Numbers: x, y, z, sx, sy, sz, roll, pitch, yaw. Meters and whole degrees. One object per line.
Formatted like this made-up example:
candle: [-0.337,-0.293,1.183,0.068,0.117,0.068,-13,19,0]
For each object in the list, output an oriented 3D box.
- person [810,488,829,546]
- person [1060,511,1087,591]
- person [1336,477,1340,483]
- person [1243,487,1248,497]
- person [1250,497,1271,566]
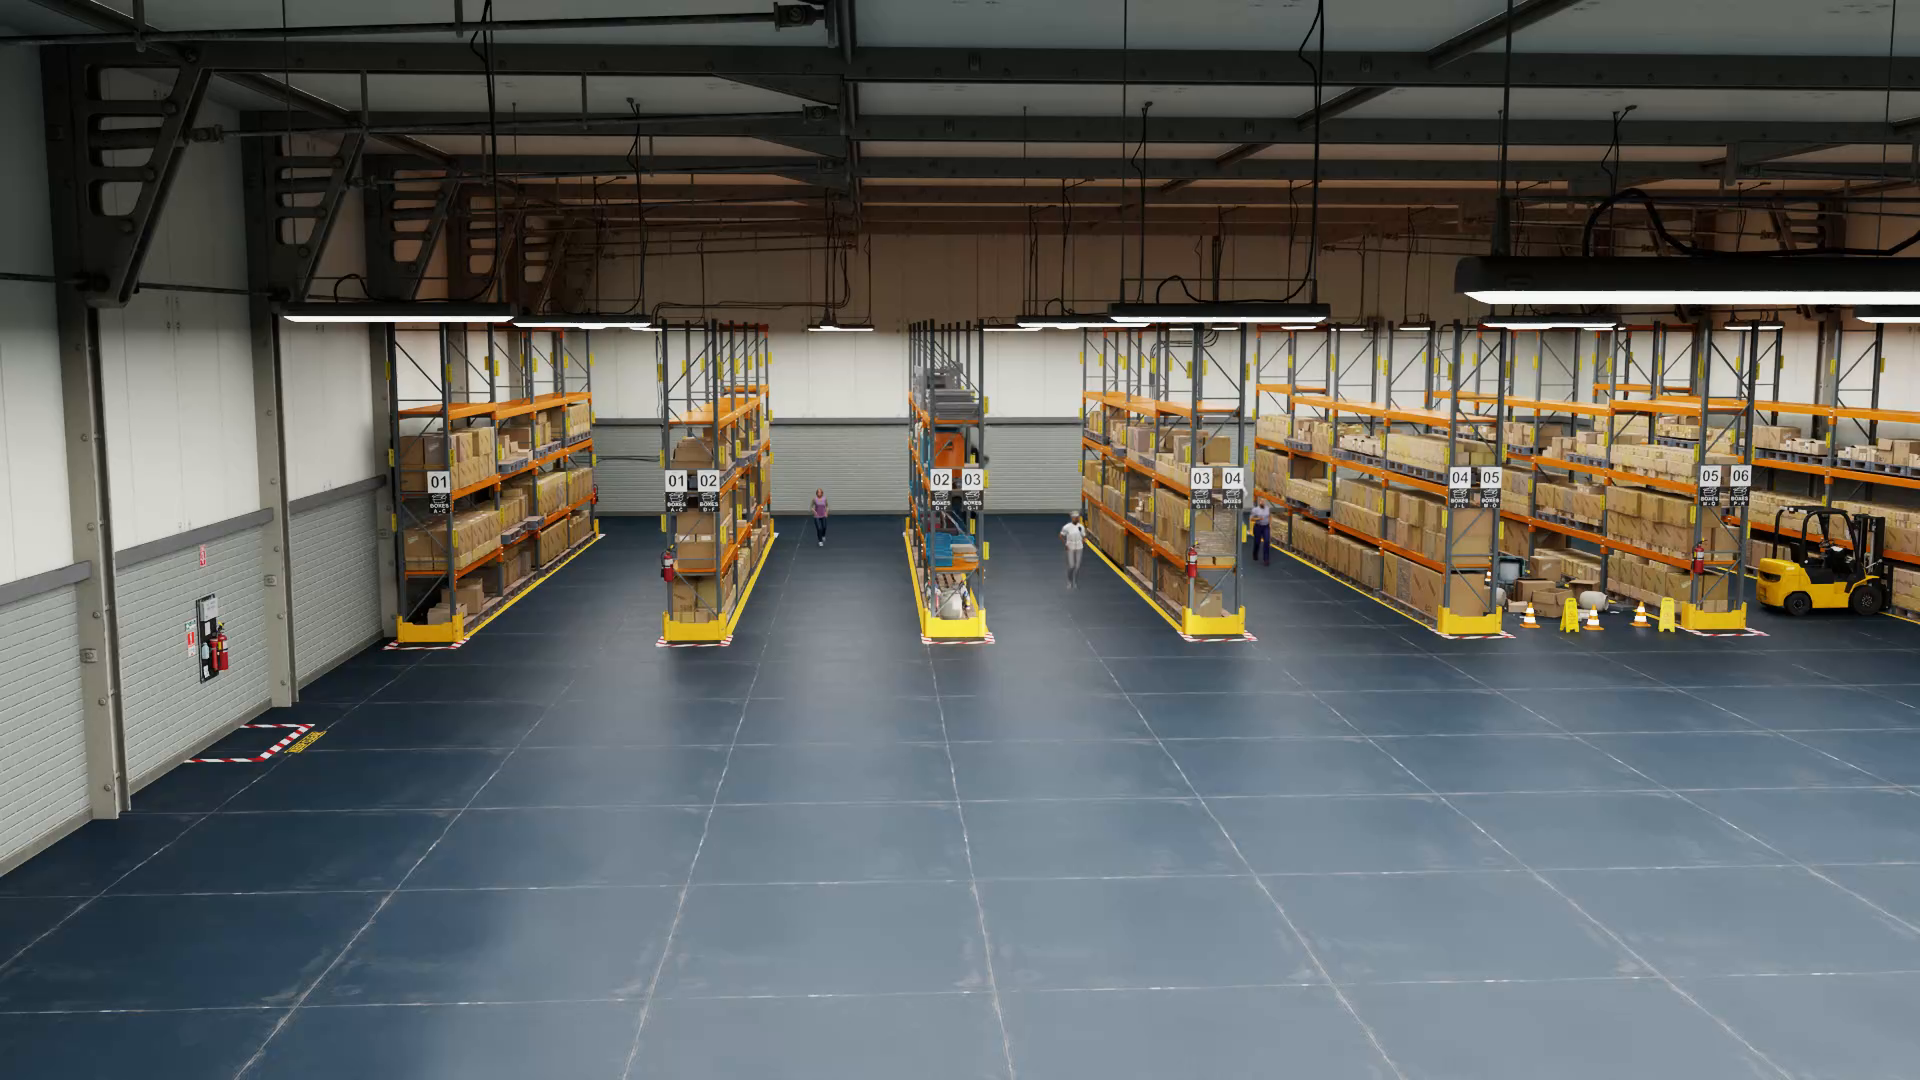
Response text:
person: [-3.790,-0.613,45.039,0.539,1.563,0.514,-1,7,-10]
person: [2.449,0.236,35.513,0.563,1.725,0.568,-1,7,-9]
person: [10.478,-0.853,46.181,0.656,1.769,0.899,0,7,-3]
person: [8.054,-1.011,48.637,0.539,1.507,0.610,-4,8,-31]
person: [7.529,-0.239,41.555,0.598,1.672,0.875,0,7,-4]
